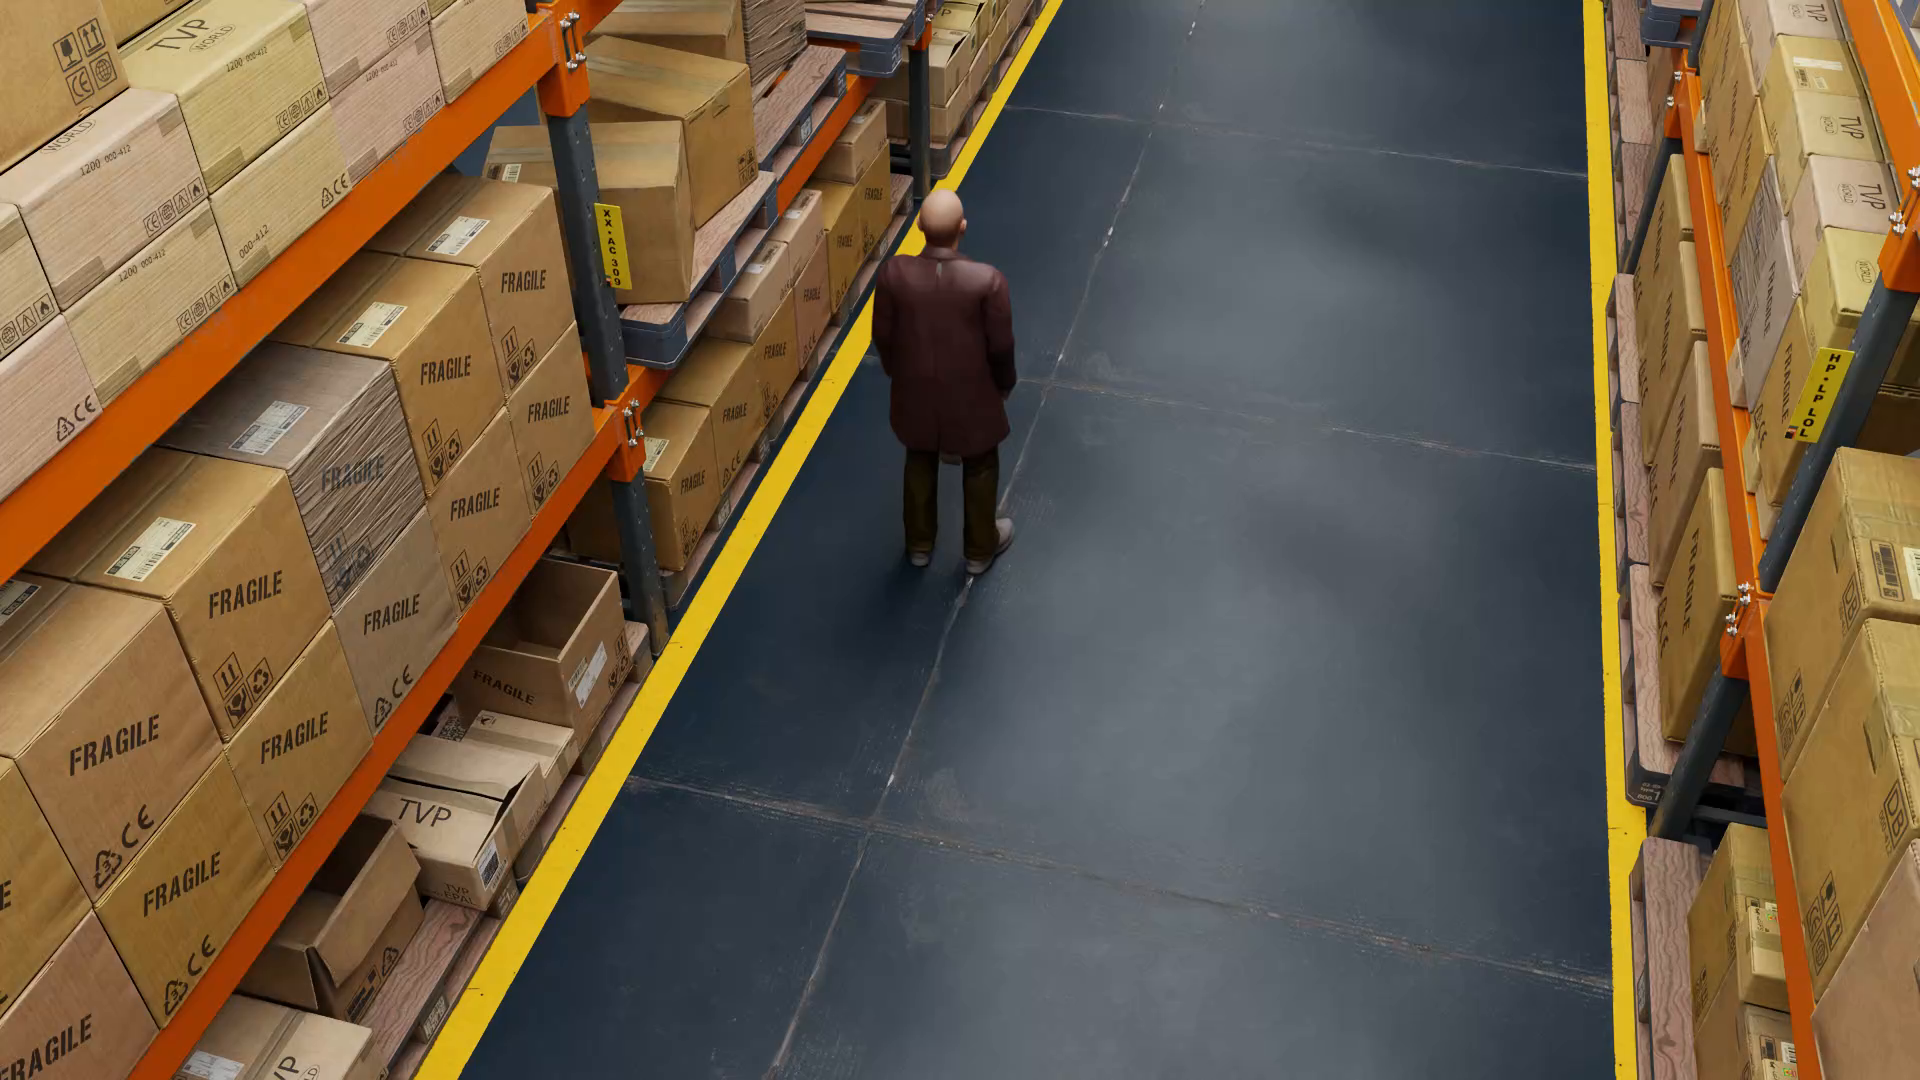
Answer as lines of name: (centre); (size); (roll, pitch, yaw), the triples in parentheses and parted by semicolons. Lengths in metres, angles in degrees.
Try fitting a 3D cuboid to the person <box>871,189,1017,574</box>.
person: (-0.057, -0.637, 6.913); (0.591, 1.777, 0.424); (9, 41, 10)
